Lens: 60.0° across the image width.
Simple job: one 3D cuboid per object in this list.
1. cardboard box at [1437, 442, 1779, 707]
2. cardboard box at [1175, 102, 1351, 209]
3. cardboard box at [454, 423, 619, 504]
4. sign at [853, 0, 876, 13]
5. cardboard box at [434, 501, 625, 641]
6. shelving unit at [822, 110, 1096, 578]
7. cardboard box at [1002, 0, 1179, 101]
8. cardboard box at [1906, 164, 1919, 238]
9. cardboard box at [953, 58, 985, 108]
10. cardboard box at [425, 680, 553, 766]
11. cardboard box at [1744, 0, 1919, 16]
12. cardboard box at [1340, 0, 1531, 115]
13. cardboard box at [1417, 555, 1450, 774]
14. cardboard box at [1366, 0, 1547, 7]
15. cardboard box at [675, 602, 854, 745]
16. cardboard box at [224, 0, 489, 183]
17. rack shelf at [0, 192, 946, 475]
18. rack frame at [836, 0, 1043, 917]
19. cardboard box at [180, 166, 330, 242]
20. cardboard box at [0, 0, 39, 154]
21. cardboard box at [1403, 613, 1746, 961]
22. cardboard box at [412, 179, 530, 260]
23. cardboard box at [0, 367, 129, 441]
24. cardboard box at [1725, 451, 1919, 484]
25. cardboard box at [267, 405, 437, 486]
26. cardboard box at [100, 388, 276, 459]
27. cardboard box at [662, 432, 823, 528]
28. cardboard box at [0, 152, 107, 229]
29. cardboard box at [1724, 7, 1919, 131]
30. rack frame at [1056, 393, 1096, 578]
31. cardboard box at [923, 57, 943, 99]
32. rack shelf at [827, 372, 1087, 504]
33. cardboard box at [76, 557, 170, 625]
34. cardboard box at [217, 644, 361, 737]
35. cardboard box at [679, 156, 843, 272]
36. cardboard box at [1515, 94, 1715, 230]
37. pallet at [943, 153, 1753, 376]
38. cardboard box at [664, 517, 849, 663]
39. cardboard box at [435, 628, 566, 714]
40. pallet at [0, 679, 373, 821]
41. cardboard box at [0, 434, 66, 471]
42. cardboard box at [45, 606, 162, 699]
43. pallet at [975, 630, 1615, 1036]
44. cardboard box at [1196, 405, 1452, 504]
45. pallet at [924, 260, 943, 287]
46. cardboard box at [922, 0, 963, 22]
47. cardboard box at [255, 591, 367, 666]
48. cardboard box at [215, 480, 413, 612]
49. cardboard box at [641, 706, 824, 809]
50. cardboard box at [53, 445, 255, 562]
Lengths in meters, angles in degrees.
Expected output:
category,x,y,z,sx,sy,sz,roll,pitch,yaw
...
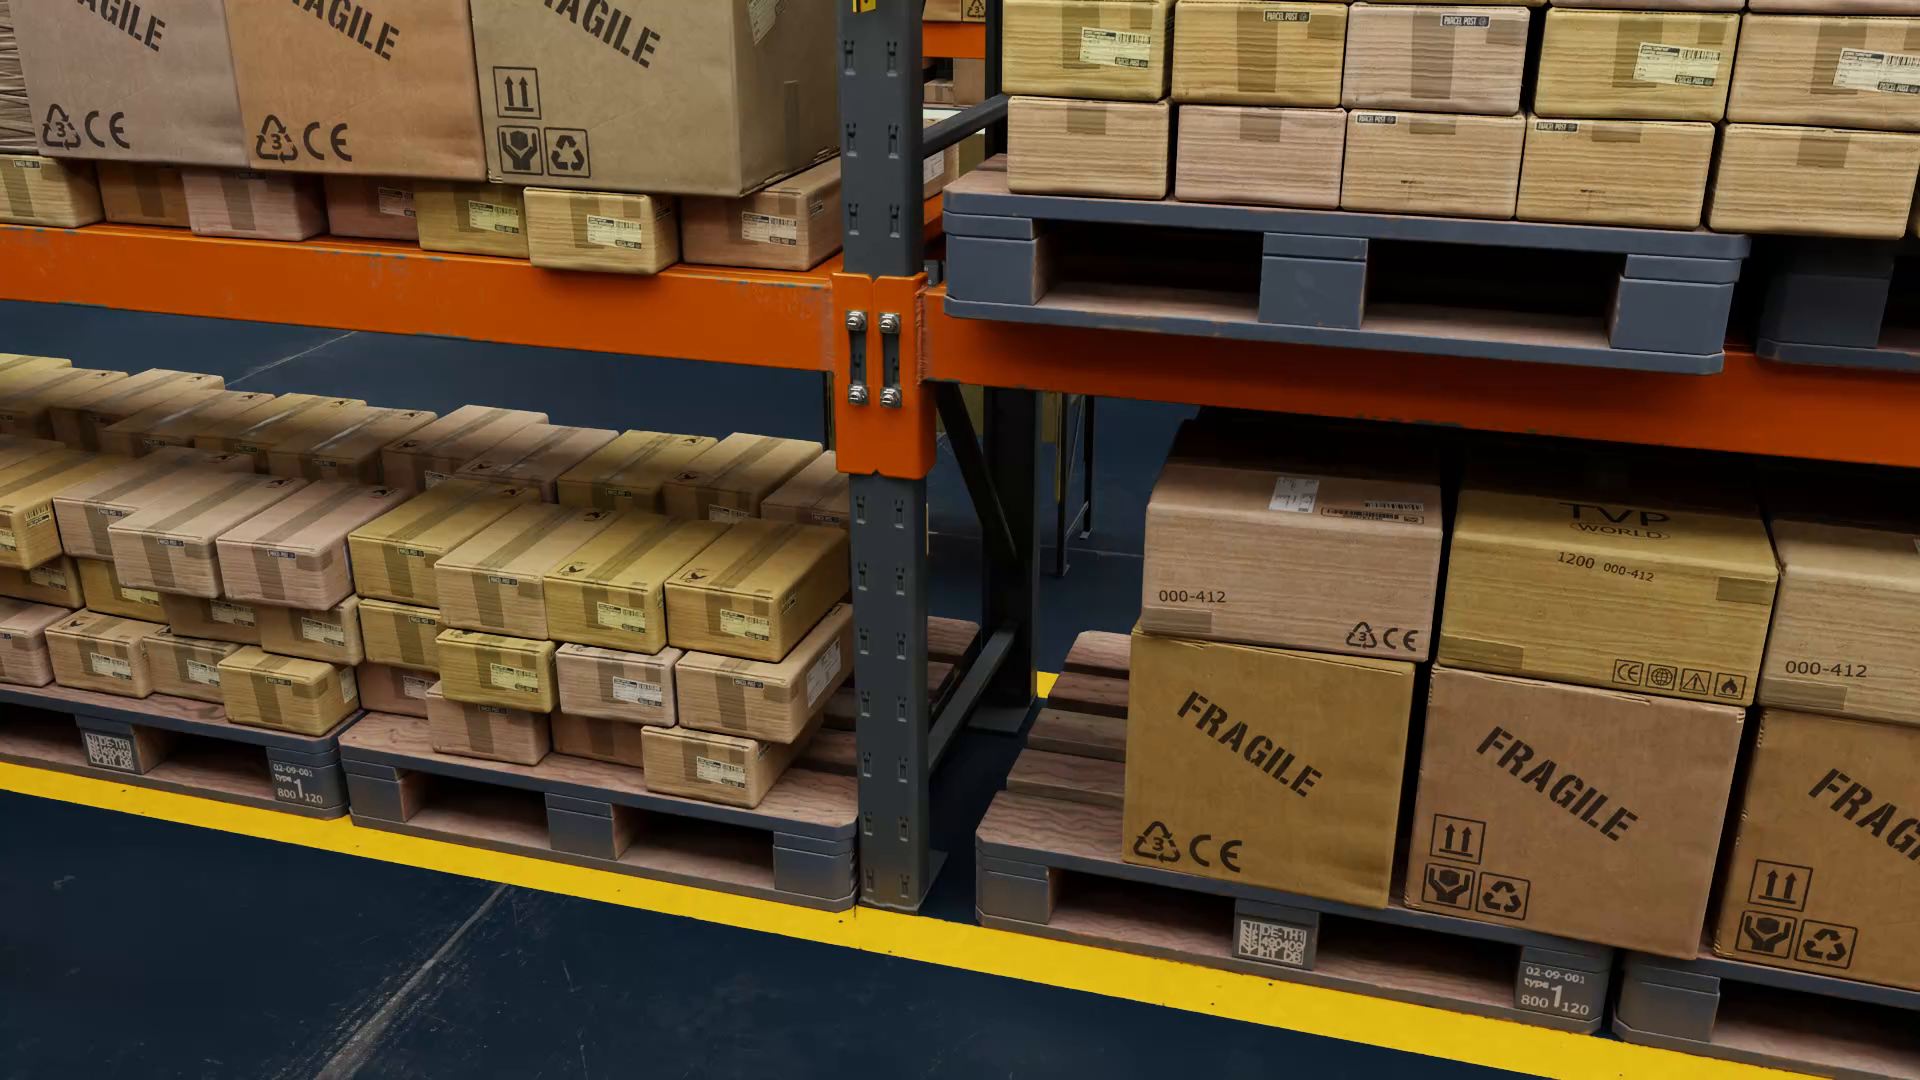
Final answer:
category,x,y,z,sx,sy,sz,roll,pitch,yaw
cardboard box,1.137,0.042,2.966,0.500,0.250,0.500,7,23,17
cardboard box,0.507,-0.647,2.672,0.250,0.149,0.380,7,23,16
cardboard box,-1.033,-0.153,4.109,0.250,0.149,0.380,6,23,14
sign,-0.154,-1.010,2.639,0.005,0.325,0.100,7,23,16
cardboard box,-0.916,0.059,3.592,0.250,0.149,0.380,6,23,15
shelving unit,0.006,-0.693,4.984,0.755,1.500,0.431,7,23,16
cardboard box,0.240,-0.813,2.684,0.250,0.149,0.380,7,23,16
cardboard box,1.492,-0.534,2.397,0.250,0.149,0.380,6,23,15
cardboard box,0.295,-3.688,13.048,0.500,0.500,0.700,8,23,18
cardboard box,-0.974,0.334,3.707,0.250,0.149,0.380,6,23,14
cardboard box,1.237,-0.837,2.351,0.250,0.149,0.380,6,23,15
cardboard box,0.736,-0.757,2.548,0.250,0.149,0.380,7,23,17
cardboard box,1.268,0.201,3.568,0.500,0.500,0.500,6,23,14
cardboard box,0.753,-0.893,2.488,0.250,0.149,0.380,7,23,16
cardboard box,-0.398,0.261,3.493,0.250,0.149,0.380,7,23,17
cardboard box,-1.046,-0.999,3.229,0.500,0.500,0.500,6,23,14
rack shelf,-1.919,-0.694,3.957,4.000,0.370,1.077,7,23,16
rack frame,-0.004,-0.807,3.286,0.127,3.000,1.000,7,23,16
cardboard box,-1.370,-0.733,3.436,0.250,0.149,0.380,6,23,13
cardboard box,-2.009,-1.119,3.521,0.500,0.500,0.500,6,23,14
cardboard box,1.134,0.390,3.108,0.500,0.500,0.500,8,24,18
cardboard box,-0.862,-0.677,3.299,0.250,0.149,0.380,7,23,18
cardboard box,-2.515,-0.348,4.586,0.250,0.149,0.380,6,23,13
cardboard box,1.780,-0.088,3.285,0.500,0.250,0.500,5,23,13
cardboard box,-1.538,-0.210,4.249,0.250,0.149,0.380,6,23,13
cardboard box,-2.022,-0.270,4.395,0.250,0.149,0.380,6,23,14
cardboard box,-0.521,-0.123,4.036,0.250,0.149,0.380,8,24,18
cardboard box,-1.863,-0.783,3.556,0.250,0.149,0.380,7,23,17
cardboard box,1.244,-0.700,2.409,0.250,0.149,0.380,8,23,18
rack frame,0.357,-0.653,4.886,0.023,1.500,0.400,7,23,16
cardboard box,-0.512,-3.797,13.310,0.637,0.503,0.797,6,23,13
rack shelf,0.006,-0.392,5.107,0.720,0.370,0.431,7,23,16
cardboard box,-1.877,0.047,4.014,0.250,0.149,0.380,8,24,18
cardboard box,-1.469,0.285,3.826,0.250,0.149,0.380,6,23,15
cardboard box,-0.345,-0.637,3.202,0.250,0.149,0.380,6,23,15
cardboard box,0.985,-0.590,2.534,0.250,0.149,0.380,7,23,16
pallet,0.685,-0.582,2.989,1.213,0.211,1.003,7,23,16
cardboard box,-0.420,0.098,3.498,0.250,0.149,0.380,7,23,17
cardboard box,-0.922,0.213,3.610,0.250,0.149,0.380,6,23,14
pallet,-1.829,0.289,4.287,1.213,0.211,1.003,7,23,16
cardboard box,-2.403,-0.124,4.039,0.250,0.149,0.380,7,23,18
cardboard box,-1.940,0.217,3.991,0.250,0.149,0.380,7,23,16
pallet,0.742,0.568,3.608,1.213,0.211,1.003,7,23,16
cardboard box,0.782,-0.202,3.563,0.500,0.250,0.500,6,23,14
pallet,-0.548,-1.572,8.823,1.213,0.211,1.003,7,23,16
cardboard box,-0.169,-2.725,7.830,0.500,0.500,0.500,6,23,15
cardboard box,-1.383,0.129,3.815,0.250,0.149,0.380,7,23,17
cardboard box,-1.428,0.007,3.721,0.250,0.149,0.380,5,23,13
cardboard box,-0.478,0.398,3.550,0.250,0.149,0.380,7,23,16
cardboard box,-1.896,-0.086,3.945,0.250,0.149,0.380,7,23,16
